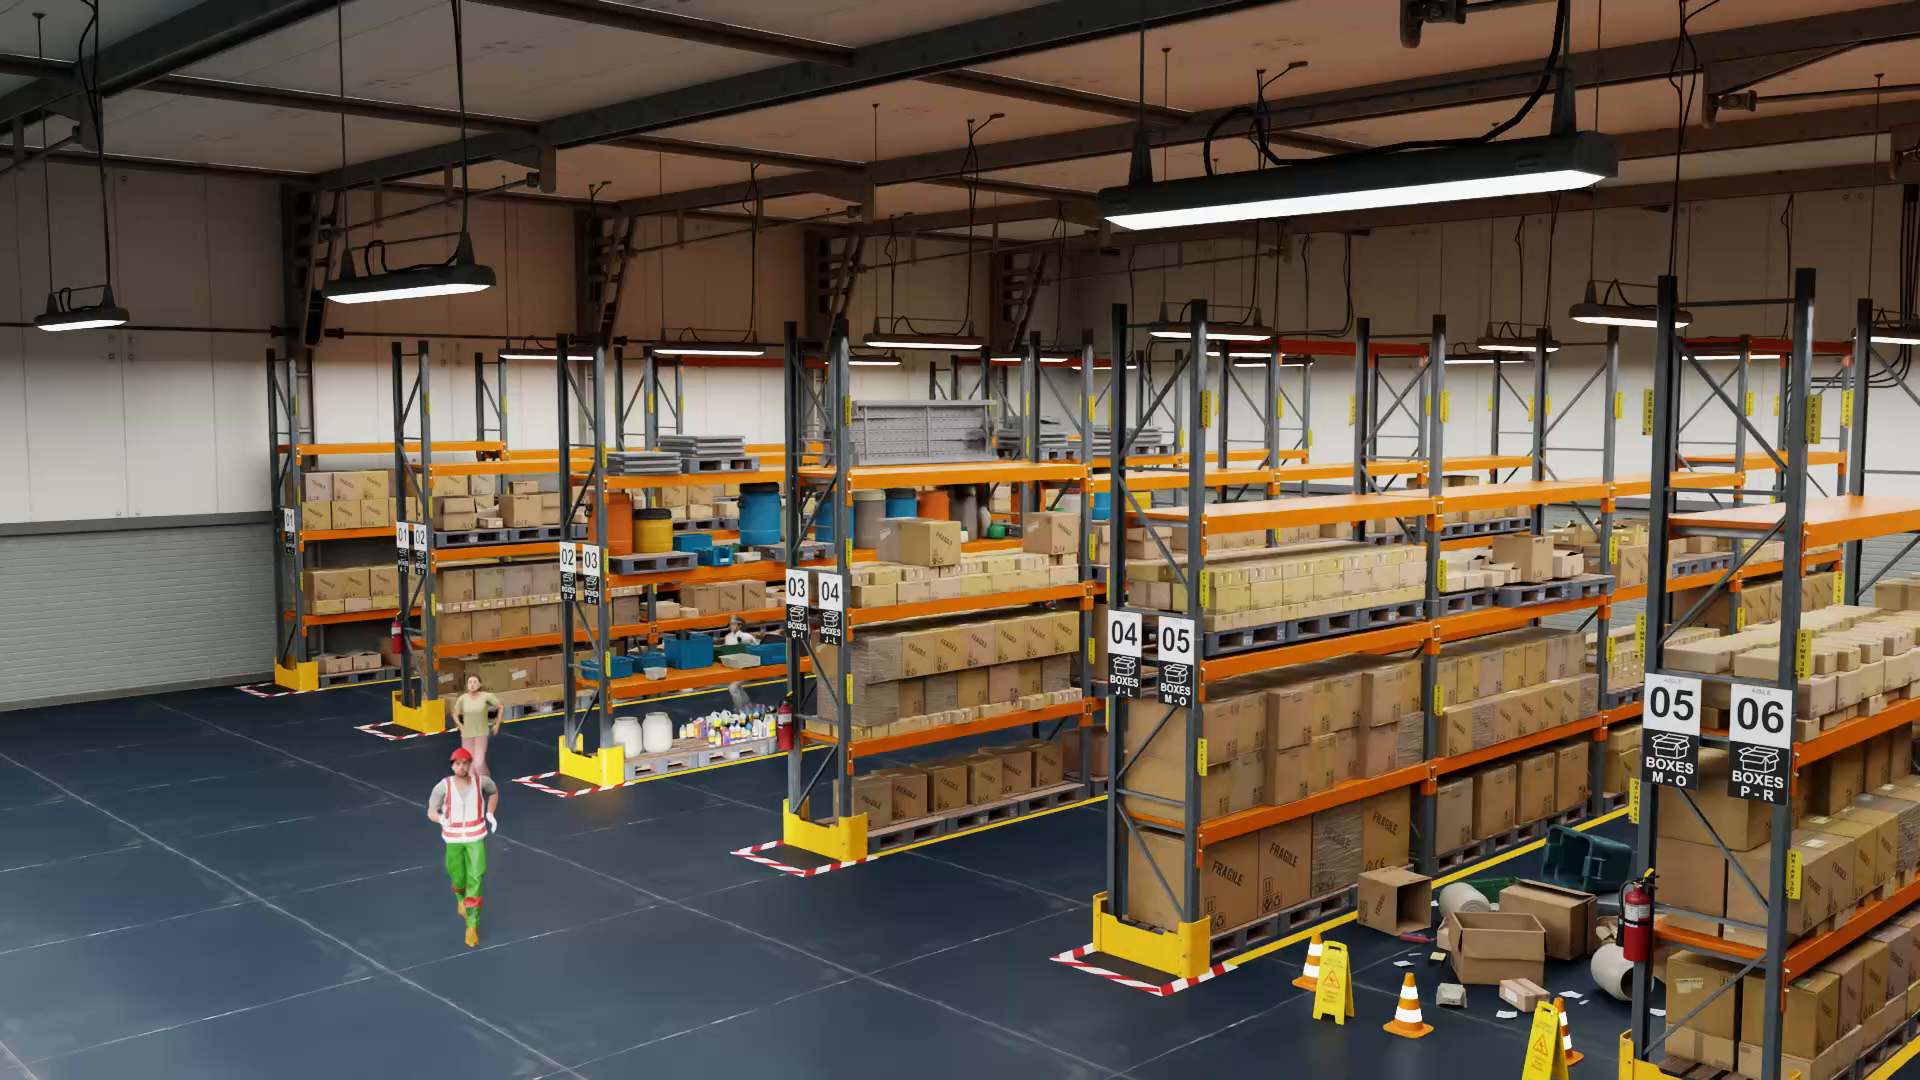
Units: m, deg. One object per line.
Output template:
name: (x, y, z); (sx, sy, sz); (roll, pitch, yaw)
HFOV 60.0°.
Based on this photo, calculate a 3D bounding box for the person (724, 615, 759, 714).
person: (-3.528, 2.051, 26.375); (0.590, 1.740, 0.726); (4, 6, 38)

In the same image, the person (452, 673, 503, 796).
person: (-6.167, 2.514, 21.223); (0.608, 1.637, 0.556); (0, 5, -5)

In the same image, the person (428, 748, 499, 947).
person: (-4.754, 2.878, 15.945); (0.653, 1.799, 0.987); (-1, 5, -15)
